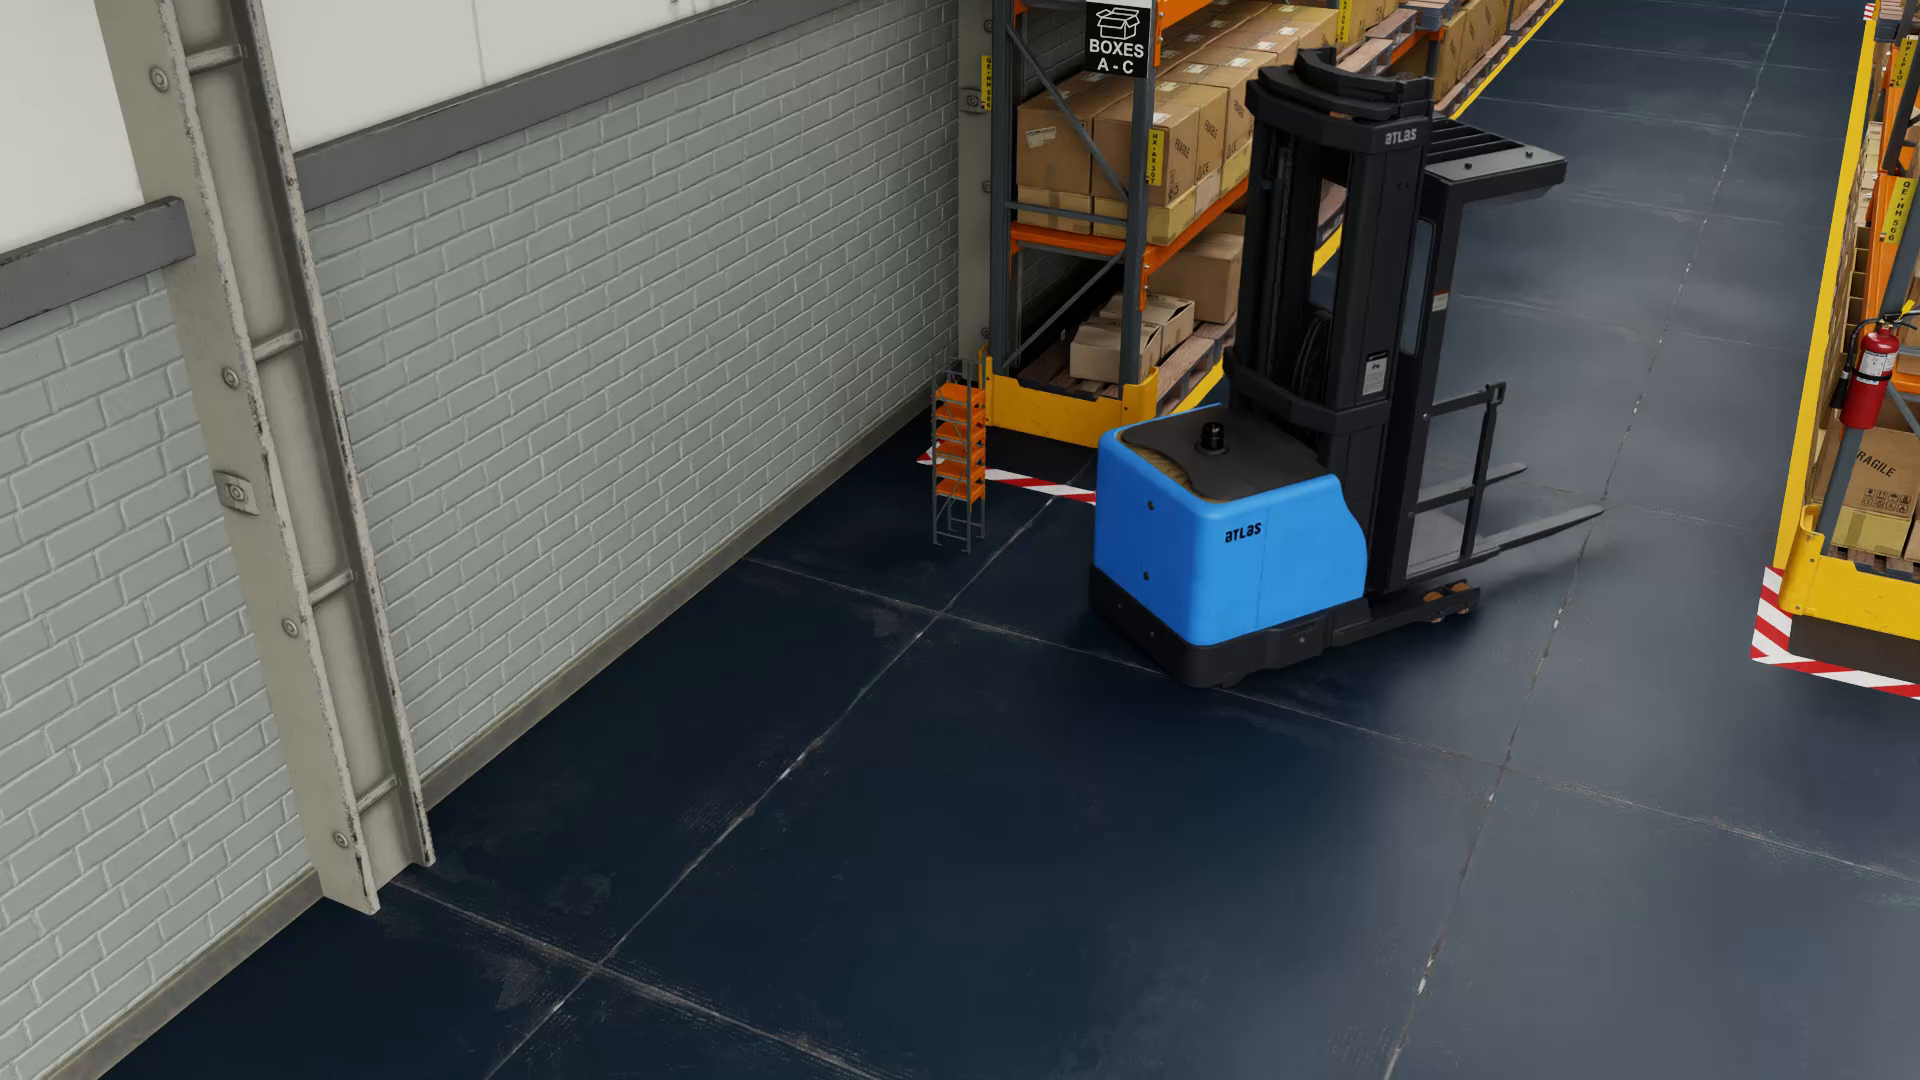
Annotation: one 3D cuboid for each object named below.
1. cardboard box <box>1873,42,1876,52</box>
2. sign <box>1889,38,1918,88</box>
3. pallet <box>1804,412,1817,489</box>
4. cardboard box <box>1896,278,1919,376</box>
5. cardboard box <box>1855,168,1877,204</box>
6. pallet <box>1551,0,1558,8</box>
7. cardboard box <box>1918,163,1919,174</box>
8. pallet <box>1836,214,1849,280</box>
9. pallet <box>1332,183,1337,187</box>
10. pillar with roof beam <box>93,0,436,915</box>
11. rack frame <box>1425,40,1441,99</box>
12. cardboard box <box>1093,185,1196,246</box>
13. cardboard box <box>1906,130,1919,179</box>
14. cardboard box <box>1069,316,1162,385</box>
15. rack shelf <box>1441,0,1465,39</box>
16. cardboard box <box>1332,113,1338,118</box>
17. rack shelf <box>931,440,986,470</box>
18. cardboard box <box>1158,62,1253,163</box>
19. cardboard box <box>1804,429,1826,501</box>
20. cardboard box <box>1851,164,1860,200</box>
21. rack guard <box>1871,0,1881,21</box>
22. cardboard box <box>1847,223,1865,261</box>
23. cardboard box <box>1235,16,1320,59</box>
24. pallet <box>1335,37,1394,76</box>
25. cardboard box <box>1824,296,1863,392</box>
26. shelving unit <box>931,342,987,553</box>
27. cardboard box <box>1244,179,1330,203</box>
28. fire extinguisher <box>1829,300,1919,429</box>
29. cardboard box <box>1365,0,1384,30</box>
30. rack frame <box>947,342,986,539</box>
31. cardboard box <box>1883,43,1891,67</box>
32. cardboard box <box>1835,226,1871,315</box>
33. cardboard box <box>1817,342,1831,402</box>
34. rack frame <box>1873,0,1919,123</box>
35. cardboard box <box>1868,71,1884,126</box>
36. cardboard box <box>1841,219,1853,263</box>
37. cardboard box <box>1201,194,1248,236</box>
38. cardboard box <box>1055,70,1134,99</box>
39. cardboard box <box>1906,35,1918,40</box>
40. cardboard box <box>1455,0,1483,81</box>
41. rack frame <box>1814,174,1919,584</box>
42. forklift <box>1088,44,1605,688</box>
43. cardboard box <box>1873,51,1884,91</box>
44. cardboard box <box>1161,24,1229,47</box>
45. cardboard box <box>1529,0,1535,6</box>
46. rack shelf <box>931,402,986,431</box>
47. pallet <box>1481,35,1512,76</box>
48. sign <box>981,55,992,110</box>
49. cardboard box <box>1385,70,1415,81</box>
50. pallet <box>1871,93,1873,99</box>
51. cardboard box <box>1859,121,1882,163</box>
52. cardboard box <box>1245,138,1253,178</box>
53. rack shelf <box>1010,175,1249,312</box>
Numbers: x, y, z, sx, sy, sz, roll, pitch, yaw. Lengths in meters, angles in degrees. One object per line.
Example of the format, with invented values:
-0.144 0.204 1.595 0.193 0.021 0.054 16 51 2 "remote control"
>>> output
10.664 -5.645 18.989 0.380 0.149 0.250 14 33 23 "cardboard box"
6.407 -3.234 11.286 0.100 0.325 0.005 14 33 23 "sign"
5.941 -0.552 10.500 1.003 0.211 1.213 14 33 23 "pallet"
5.297 -1.122 8.591 0.700 0.500 0.500 14 33 23 "cardboard box"
7.517 -2.800 13.389 0.500 0.311 0.500 14 33 23 "cardboard box"
7.655 -7.508 22.612 1.003 0.211 1.213 14 33 23 "pallet"
5.897 -2.209 9.834 0.380 0.149 0.250 14 33 23 "cardboard box"
7.750 -2.317 13.572 1.003 0.211 1.213 14 33 23 "pallet"
3.391 -3.449 15.544 1.003 0.211 1.213 14 33 23 "pallet"
1.309 -1.468 3.270 9.100 9.000 0.400 14 33 23 "pillar with roof beam"
4.305 -5.543 16.390 1.000 3.000 0.127 14 33 23 "rack frame"
1.166 -2.084 10.498 0.500 0.250 0.500 13 32 22 "cardboard box"
6.698 -2.493 10.978 0.700 0.500 0.500 13 32 22 "cardboard box"
1.056 -1.307 11.273 0.500 0.311 0.500 11 32 18 "cardboard box"
5.216 -6.117 18.113 1.077 0.370 4.000 14 33 23 "rack shelf"
3.001 -3.728 14.544 0.500 0.250 0.500 14 33 22 "cardboard box"
-0.007 -0.475 9.462 0.258 0.103 0.180 14 33 23 "rack shelf"
1.621 -2.853 11.084 0.500 0.500 0.500 13 32 22 "cardboard box"
5.271 -0.393 9.762 0.500 0.250 0.500 14 33 23 "cardboard box"
7.989 -3.022 14.340 0.500 0.250 0.500 13 32 22 "cardboard box"
12.327 -6.850 21.176 1.175 0.500 0.348 14 33 23 "rack guard"
6.824 -2.125 12.215 0.500 0.311 0.500 14 33 23 "cardboard box"
2.321 -3.536 12.273 0.500 0.500 0.500 14 33 23 "cardboard box"
2.961 -3.992 13.882 1.003 0.211 1.213 14 33 23 "pallet"
5.723 -1.162 10.348 0.500 0.500 0.500 14 33 23 "cardboard box"
-0.007 -0.514 9.440 0.258 1.200 0.189 14 33 23 "shelving unit"
2.804 -3.206 14.390 0.700 0.500 0.500 15 33 25 "cardboard box"
4.605 -0.894 8.372 0.296 0.674 0.183 14 33 23 "fire extinguisher"
3.278 -4.767 14.496 0.700 0.500 0.500 19 35 30 "cardboard box"
0.035 -0.554 9.511 0.240 1.200 0.006 14 33 23 "rack frame"
9.418 -4.801 16.414 0.500 0.250 0.500 14 33 22 "cardboard box"
6.405 -1.828 11.507 0.500 0.500 0.500 14 33 23 "cardboard box"
5.949 -1.059 10.922 0.500 0.250 0.500 14 33 23 "cardboard box"
8.717 -4.421 14.436 1.000 3.000 0.127 14 33 23 "rack frame"
9.170 -4.225 16.163 0.500 0.500 0.500 13 32 22 "cardboard box"
7.290 -2.338 13.148 0.500 0.250 0.500 15 33 24 "cardboard box"
2.046 -2.407 12.998 0.500 0.500 0.500 12 32 20 "cardboard box"
0.925 -2.743 10.892 0.500 0.500 0.500 15 33 24 "cardboard box"
8.137 -4.030 13.844 0.500 0.311 0.500 14 33 23 "cardboard box"
5.162 -5.476 18.010 0.750 0.750 0.750 14 33 23 "cardboard box"
5.073 -0.874 8.260 1.000 3.000 0.127 14 33 23 "rack frame"
2.241 -1.039 8.616 3.031 2.935 1.130 -15 33 -24 "forklift"
9.869 -4.903 17.344 0.500 0.500 0.500 15 33 24 "cardboard box"
1.612 -3.429 12.087 0.500 0.500 0.500 15 33 25 "cardboard box"
7.027 -7.171 21.315 0.700 0.500 0.500 15 33 24 "cardboard box"
-0.007 -0.683 9.343 0.258 0.103 0.180 14 33 23 "rack shelf"
5.843 -5.748 19.547 1.003 0.211 1.213 14 33 23 "pallet"
0.176 -2.770 10.082 0.100 0.325 0.005 14 33 23 "sign"
4.024 -4.319 16.327 0.700 0.500 0.500 15 33 24 "cardboard box"
10.202 -4.615 17.576 1.003 0.211 1.213 14 33 23 "pallet"
8.217 -3.488 14.588 0.500 0.311 0.500 15 33 25 "cardboard box"
1.859 -2.766 11.685 0.500 0.250 0.500 15 33 24 "cardboard box"
1.572 -2.571 11.937 1.077 0.370 4.000 14 33 23 "rack shelf"
